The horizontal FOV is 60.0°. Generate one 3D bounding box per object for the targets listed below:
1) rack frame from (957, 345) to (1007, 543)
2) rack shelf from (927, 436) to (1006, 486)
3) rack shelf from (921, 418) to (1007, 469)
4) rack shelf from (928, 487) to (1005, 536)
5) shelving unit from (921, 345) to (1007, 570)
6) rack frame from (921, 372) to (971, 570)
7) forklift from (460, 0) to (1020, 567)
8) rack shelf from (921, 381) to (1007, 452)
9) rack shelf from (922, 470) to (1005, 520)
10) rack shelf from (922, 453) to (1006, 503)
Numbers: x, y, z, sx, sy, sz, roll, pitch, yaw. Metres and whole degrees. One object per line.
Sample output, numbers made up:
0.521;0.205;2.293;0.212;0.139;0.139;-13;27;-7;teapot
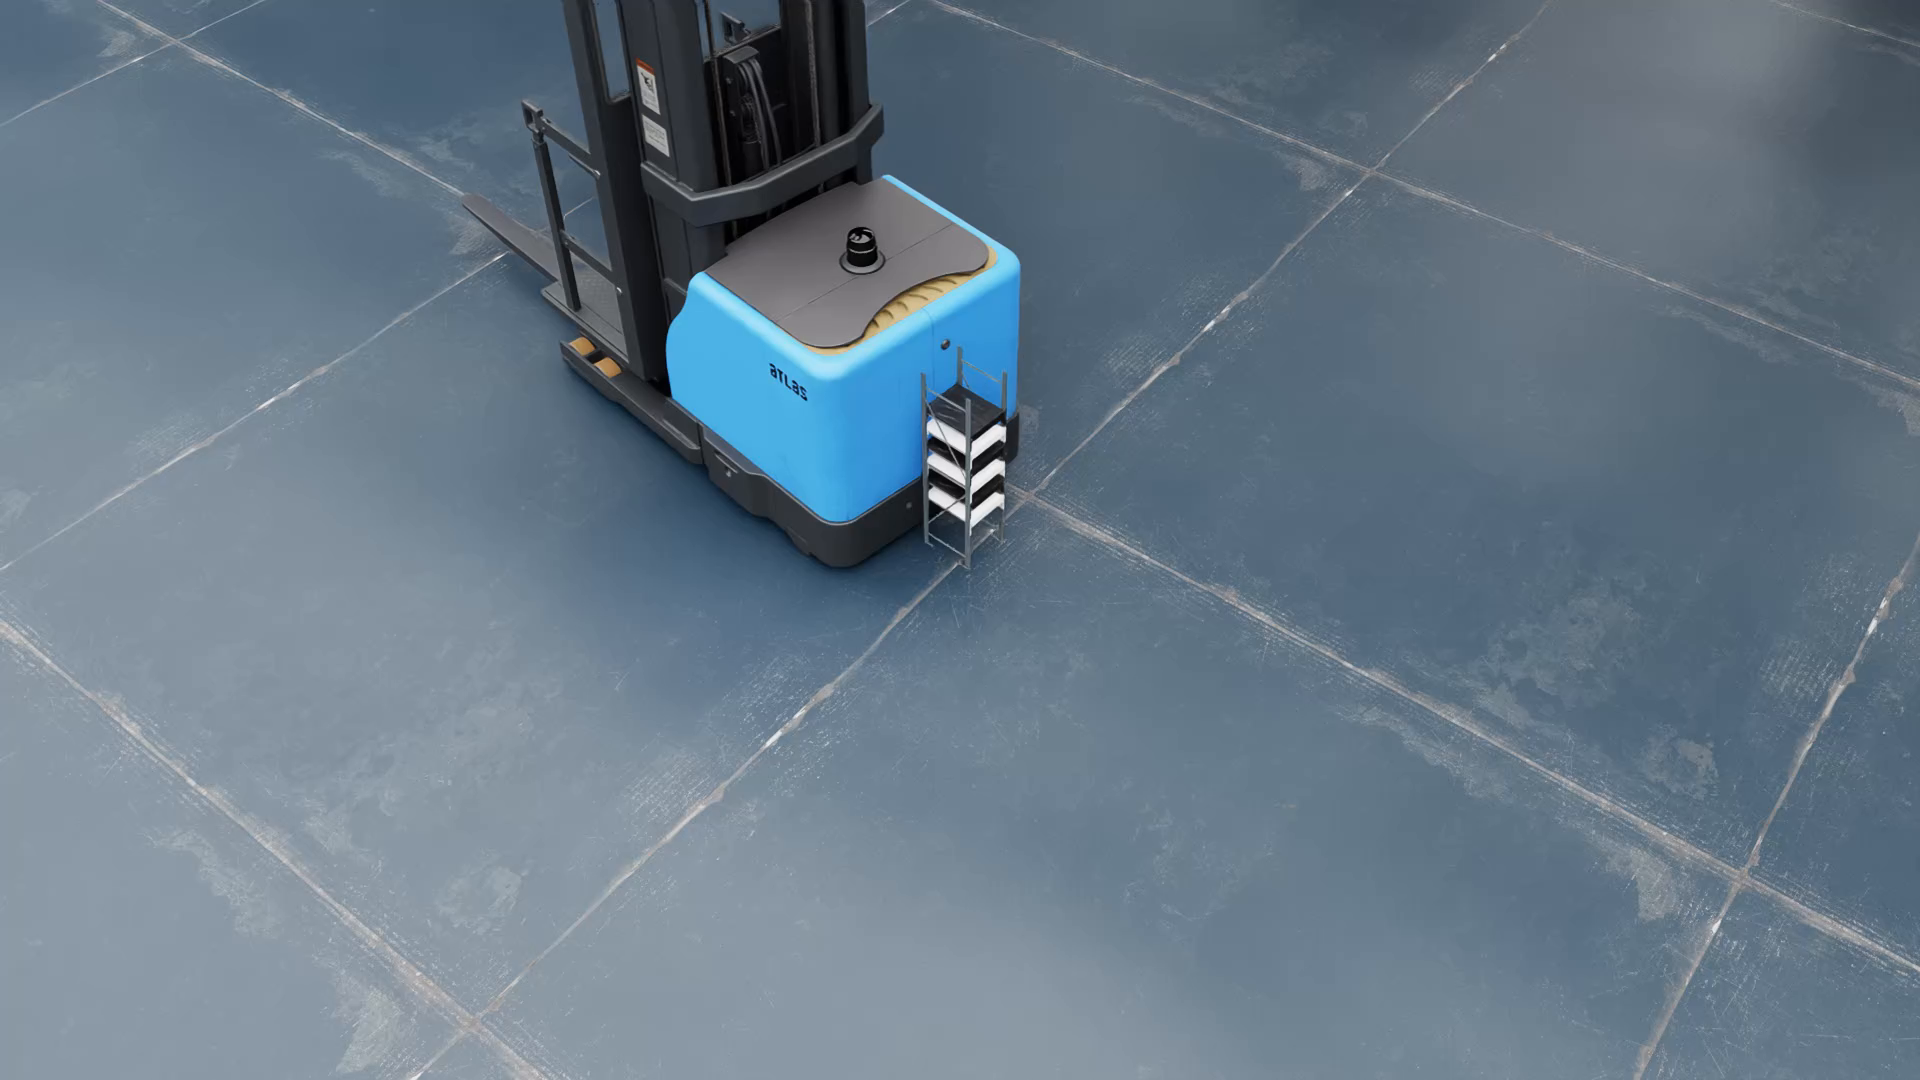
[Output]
0.082;-0.357;6.469;0.240;0.900;0.006;32;54;27;rack frame
0.015;-0.341;6.375;0.258;0.077;0.200;32;54;27;rack shelf
0.015;-0.403;6.310;0.258;0.077;0.200;32;54;27;rack shelf
0.015;-0.155;6.570;0.258;0.077;0.200;32;54;27;rack shelf
0.015;-0.302;6.416;0.258;0.900;0.210;32;54;27;shelving unit
-0.052;-0.247;6.363;0.240;0.900;0.006;32;54;27;rack frame
-1.130;-1.879;6.518;1.130;2.935;3.031;-34;55;-28;forklift
0.015;-0.465;6.245;0.258;0.077;0.200;32;54;27;rack shelf
0.015;-0.217;6.505;0.258;0.077;0.200;32;54;27;rack shelf
0.015;-0.279;6.440;0.258;0.077;0.200;32;54;27;rack shelf
